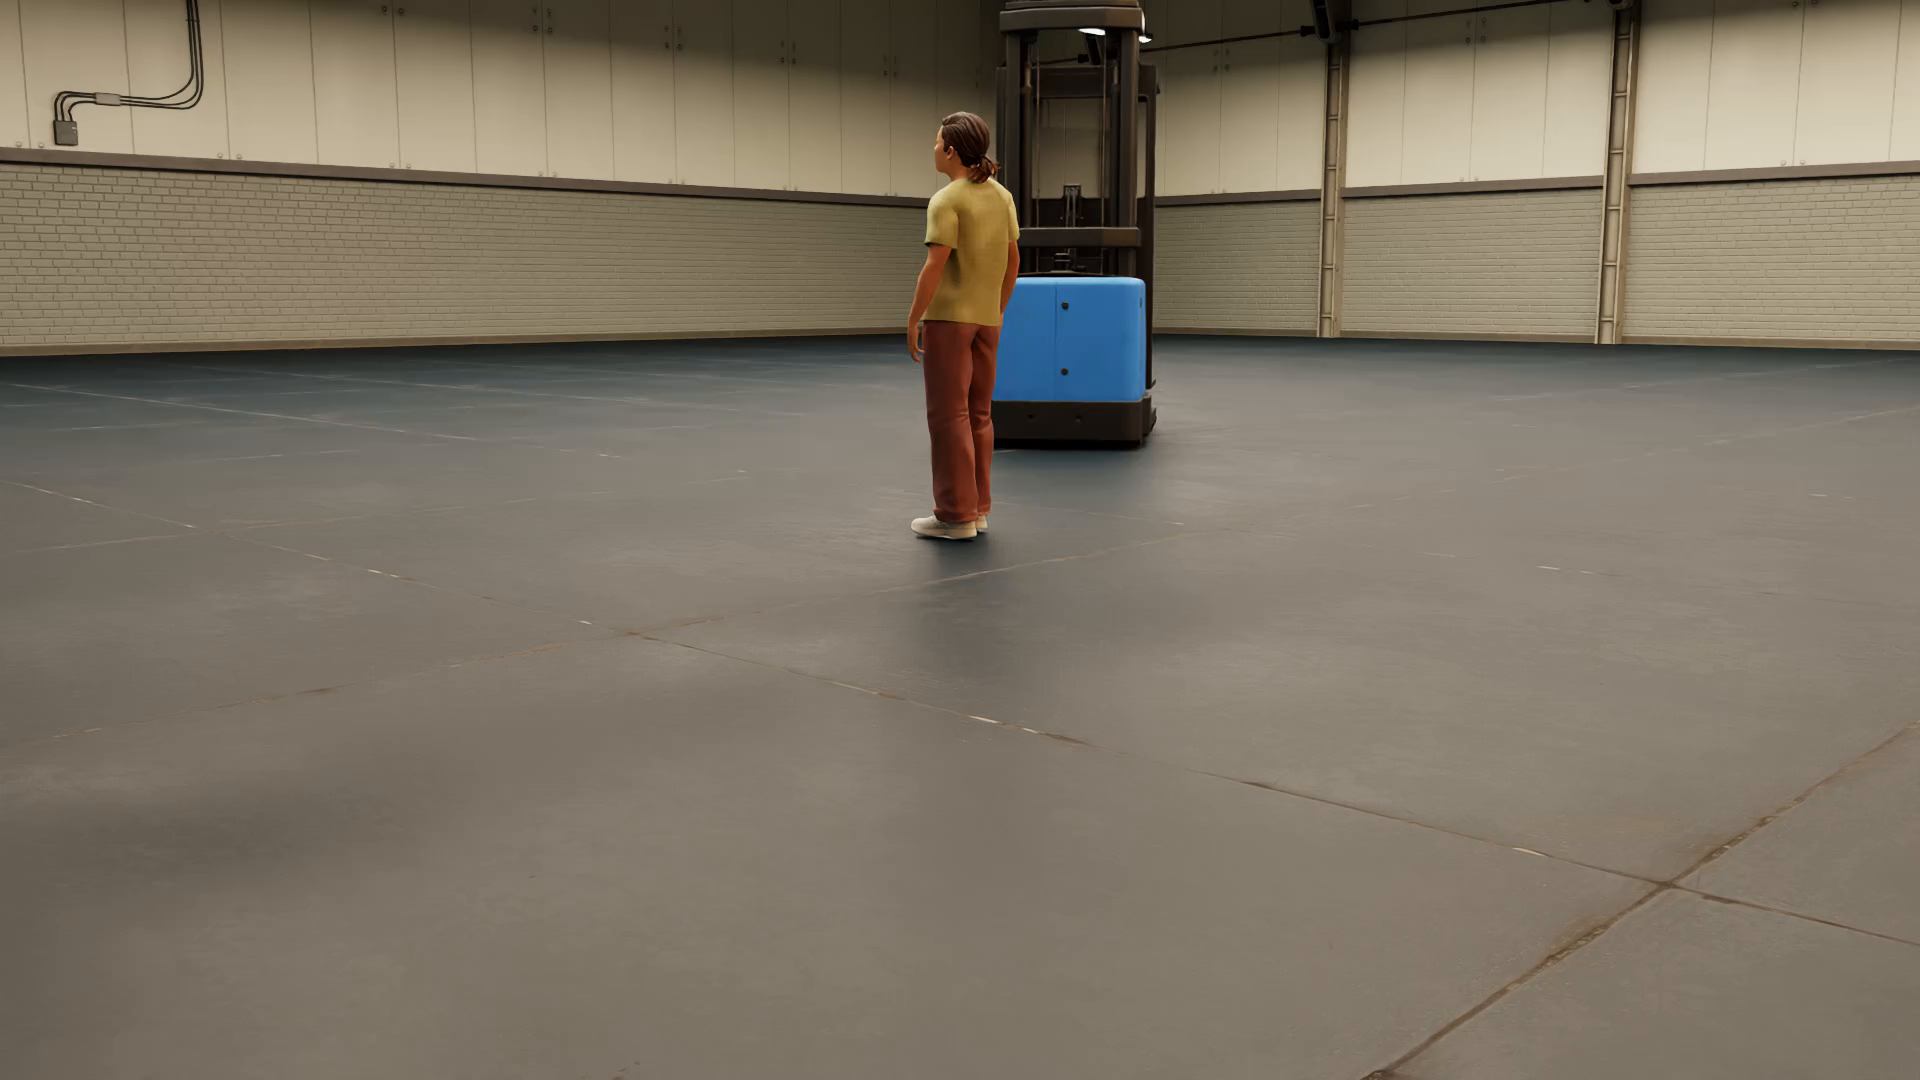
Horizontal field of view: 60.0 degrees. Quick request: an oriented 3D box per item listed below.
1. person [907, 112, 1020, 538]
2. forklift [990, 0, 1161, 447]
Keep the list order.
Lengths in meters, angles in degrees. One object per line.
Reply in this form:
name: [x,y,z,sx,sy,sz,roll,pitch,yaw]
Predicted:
person: [-0.045,-0.845,6.651,0.548,1.673,0.553,8,12,43]
forklift: [0.828,-2.228,11.672,1.130,2.935,3.031,1,9,9]
